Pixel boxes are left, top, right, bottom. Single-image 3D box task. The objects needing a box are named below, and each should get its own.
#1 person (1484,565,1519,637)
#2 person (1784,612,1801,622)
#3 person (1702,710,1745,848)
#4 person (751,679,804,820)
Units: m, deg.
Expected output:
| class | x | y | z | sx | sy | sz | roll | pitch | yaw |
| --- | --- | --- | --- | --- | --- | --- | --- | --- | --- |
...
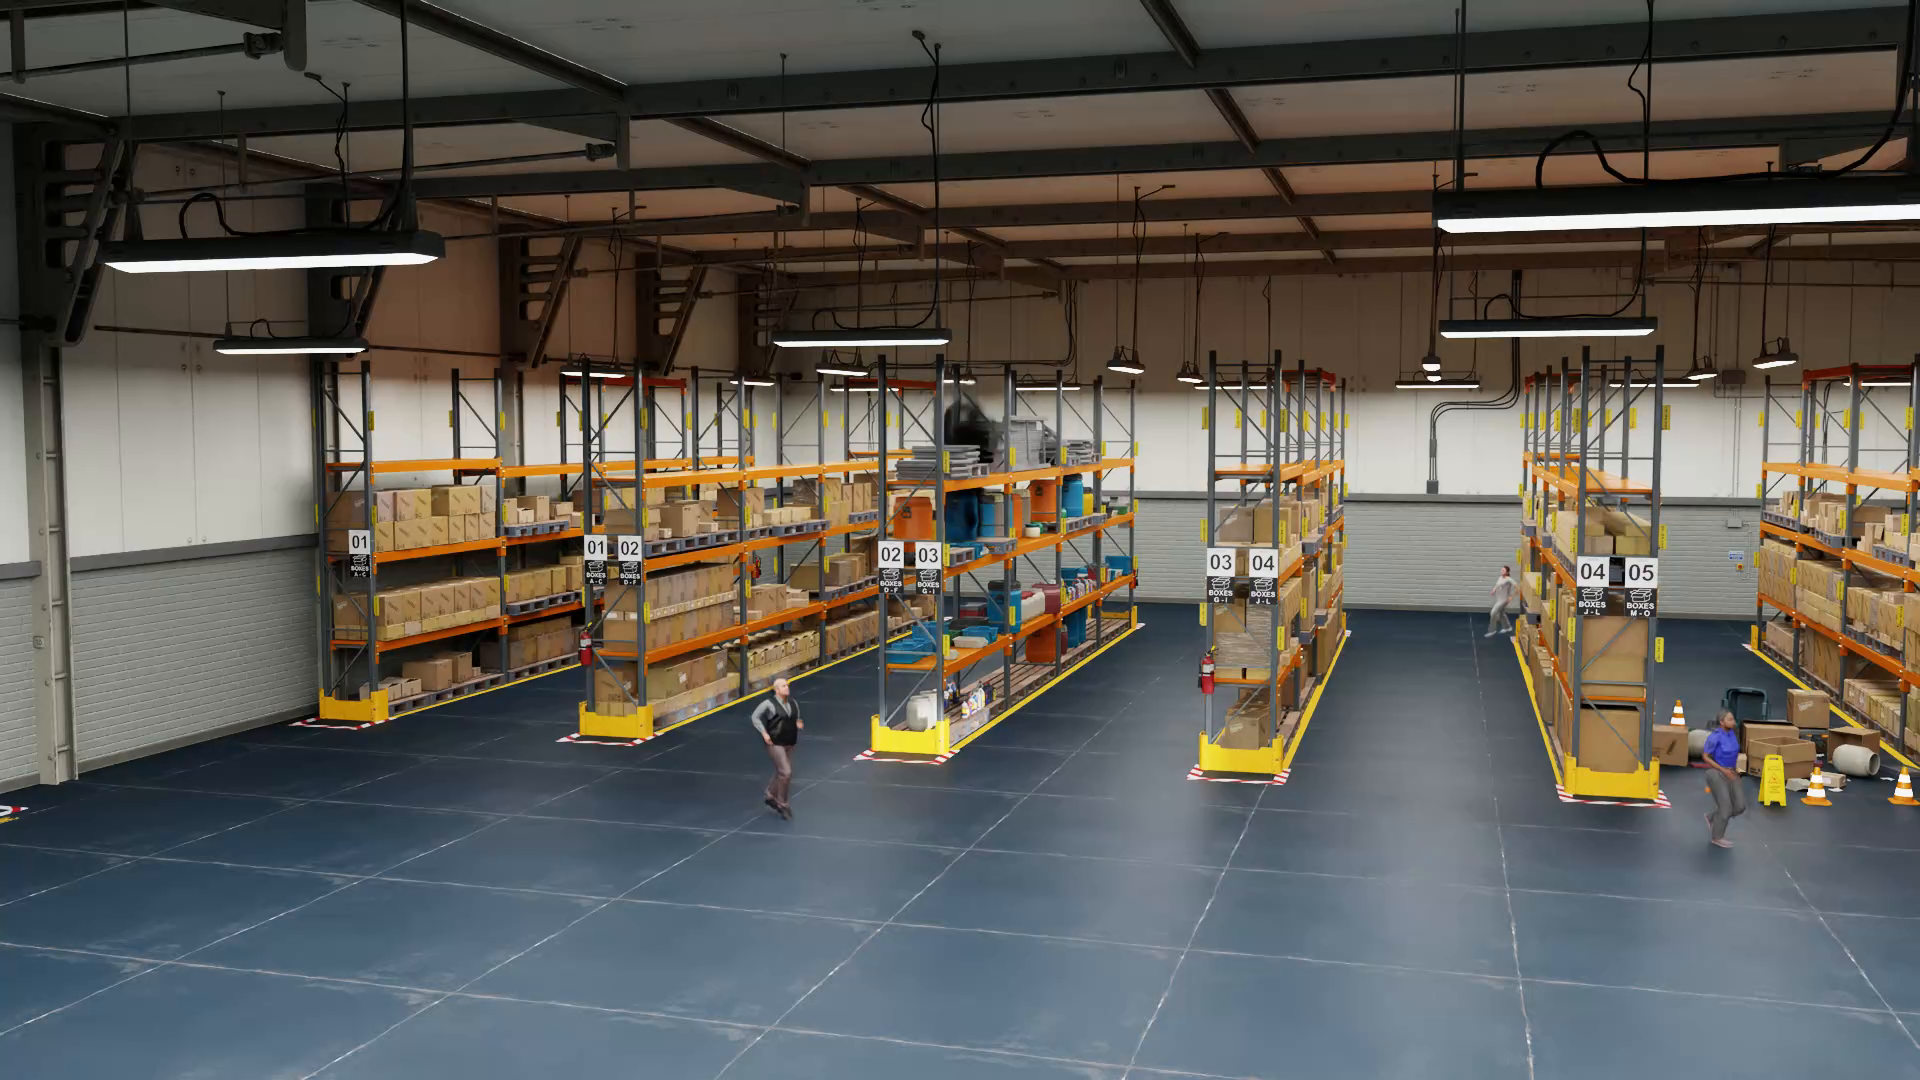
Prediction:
| class | x | y | z | sx | sy | sz | roll | pitch | yaw |
| --- | --- | --- | --- | --- | --- | --- | --- | --- | --- |
| person | 12.603 | 1.424 | 38.594 | 0.773 | 1.687 | 0.642 | -1 | 4 | -15 |
| person | 18.838 | 1.471 | 37.518 | 0.782 | 1.694 | 0.795 | -2 | 5 | -26 |
| person | 8.969 | 2.802 | 19.591 | 0.589 | 1.624 | 0.557 | -2 | 5 | -30 |
| person | -2.271 | 2.645 | 21.108 | 0.707 | 1.782 | 0.647 | 3 | 5 | 40 |
